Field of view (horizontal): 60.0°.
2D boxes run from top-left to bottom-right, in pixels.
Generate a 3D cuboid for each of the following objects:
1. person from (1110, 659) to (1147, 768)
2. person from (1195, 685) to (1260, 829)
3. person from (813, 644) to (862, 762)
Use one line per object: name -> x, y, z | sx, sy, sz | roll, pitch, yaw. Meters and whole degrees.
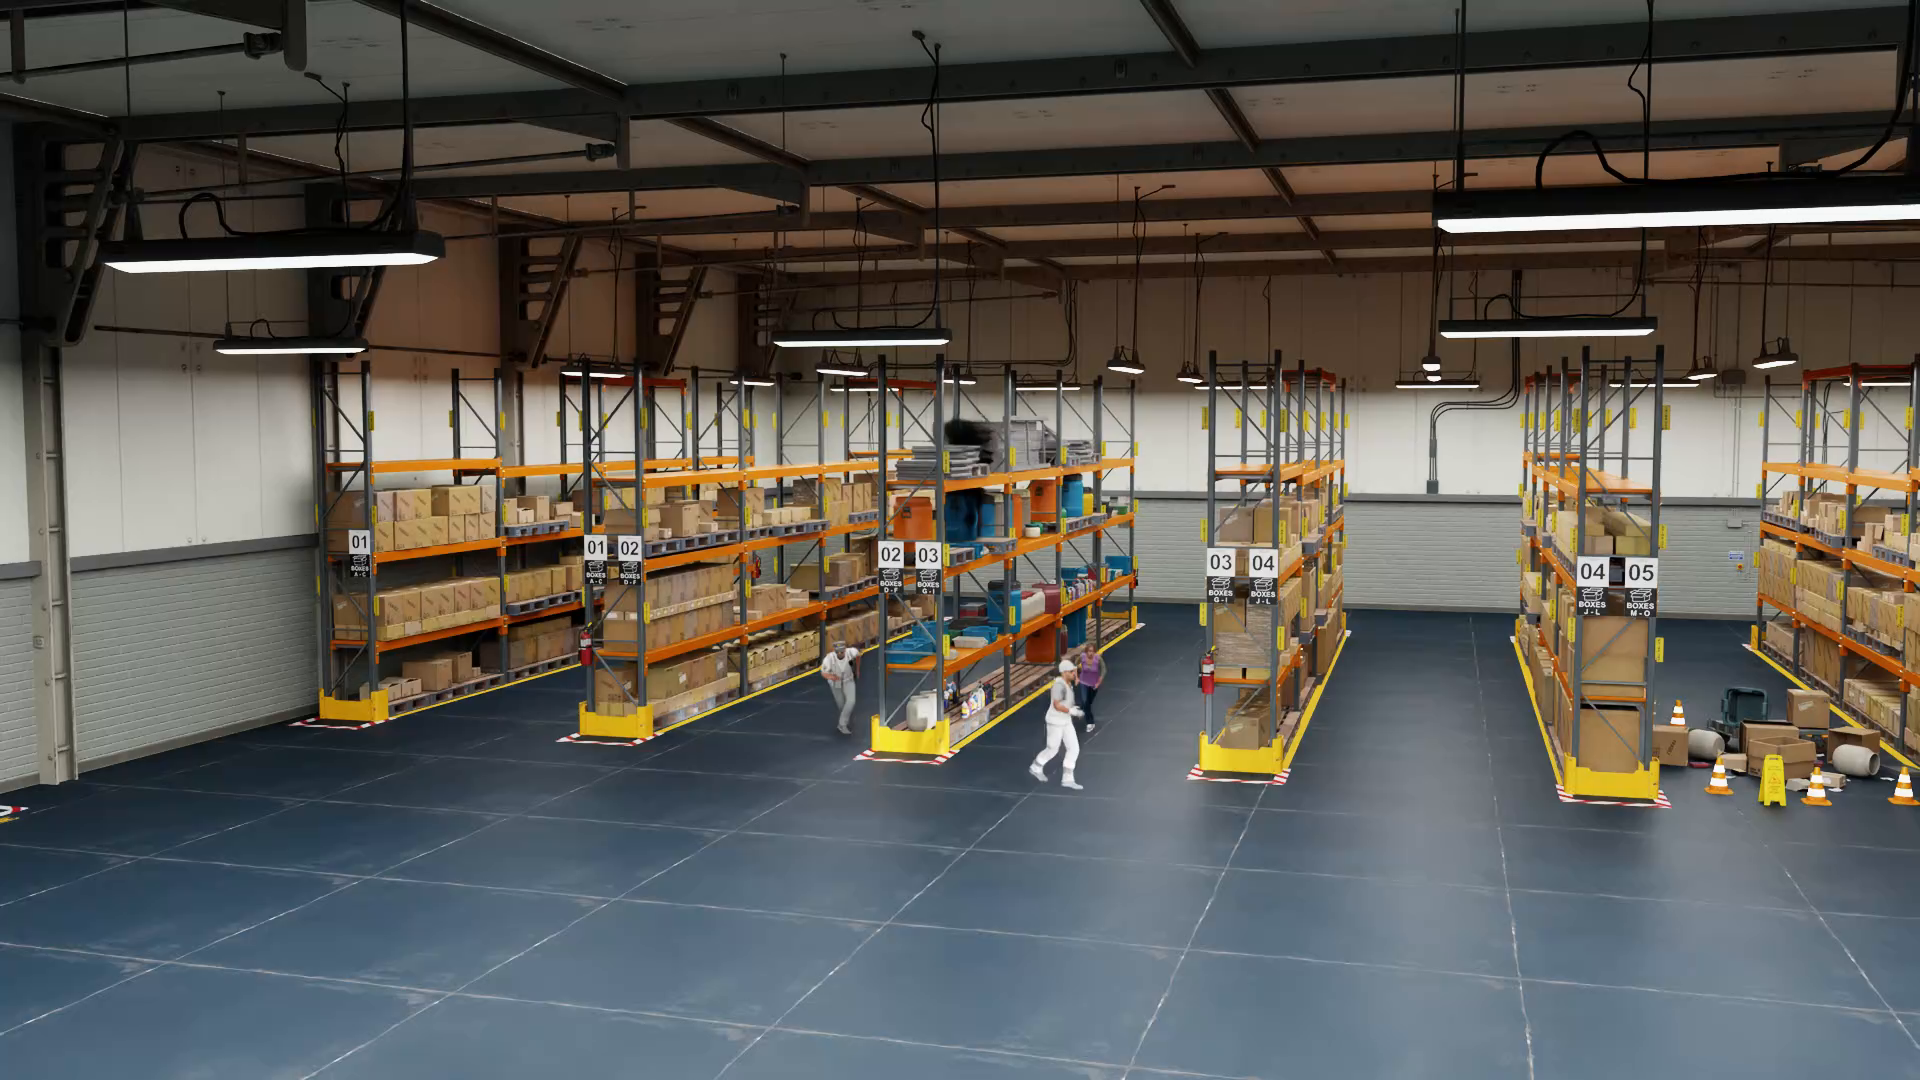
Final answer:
person -> 2.460, 2.503, 24.279 | 0.560, 1.566, 0.573 | -1, 4, -15
person -> 3.290, 2.650, 20.440 | 0.694, 1.771, 0.827 | -3, 5, -40
person -> -1.774, 2.392, 24.516 | 0.726, 1.721, 0.554 | -2, 5, -26
